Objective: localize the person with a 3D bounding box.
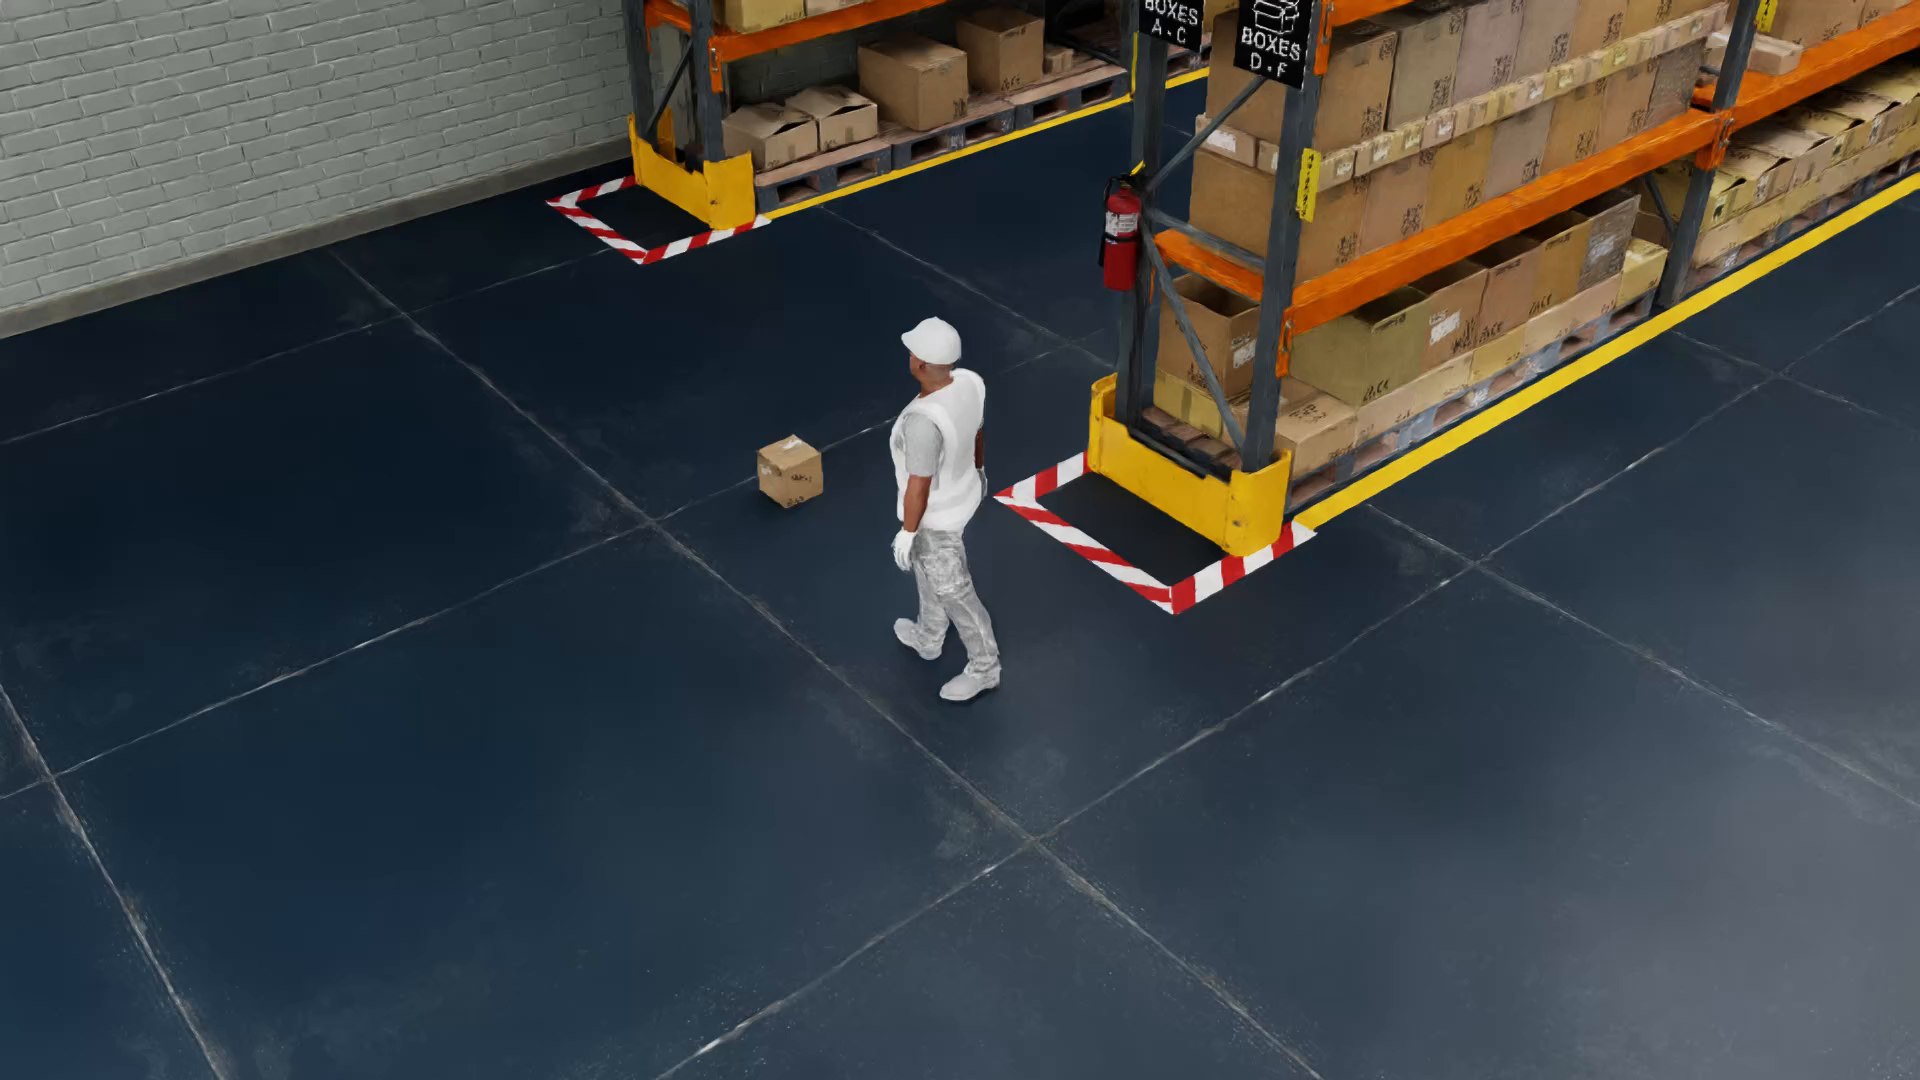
[{"bbox_3d":[-0.068,-0.158,7.287,0.623,1.781,0.693,12,37,17],"label":"person"}]
